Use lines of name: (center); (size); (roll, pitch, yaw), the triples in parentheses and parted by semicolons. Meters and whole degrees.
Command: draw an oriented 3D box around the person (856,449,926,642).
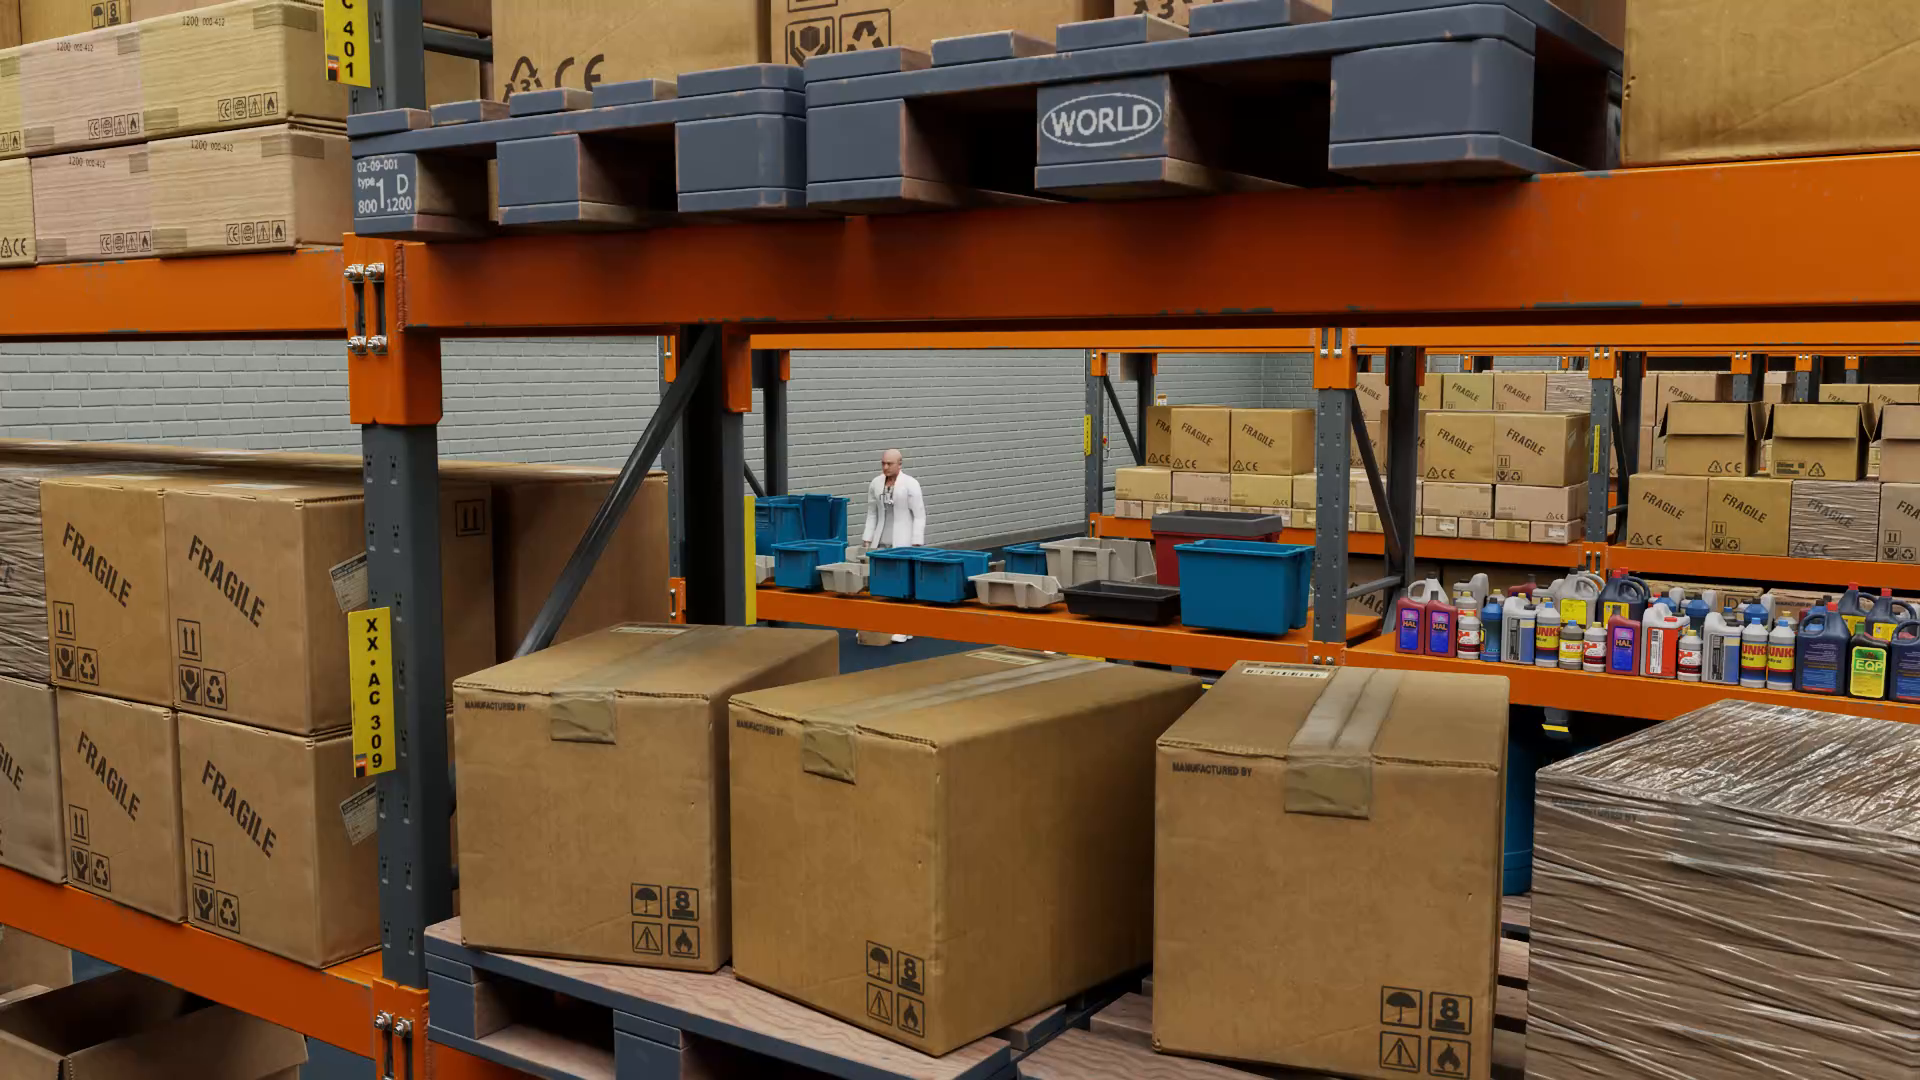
person: (-0.618, 0.044, 15.355); (0.654, 1.774, 0.421); (4, 7, 30)
